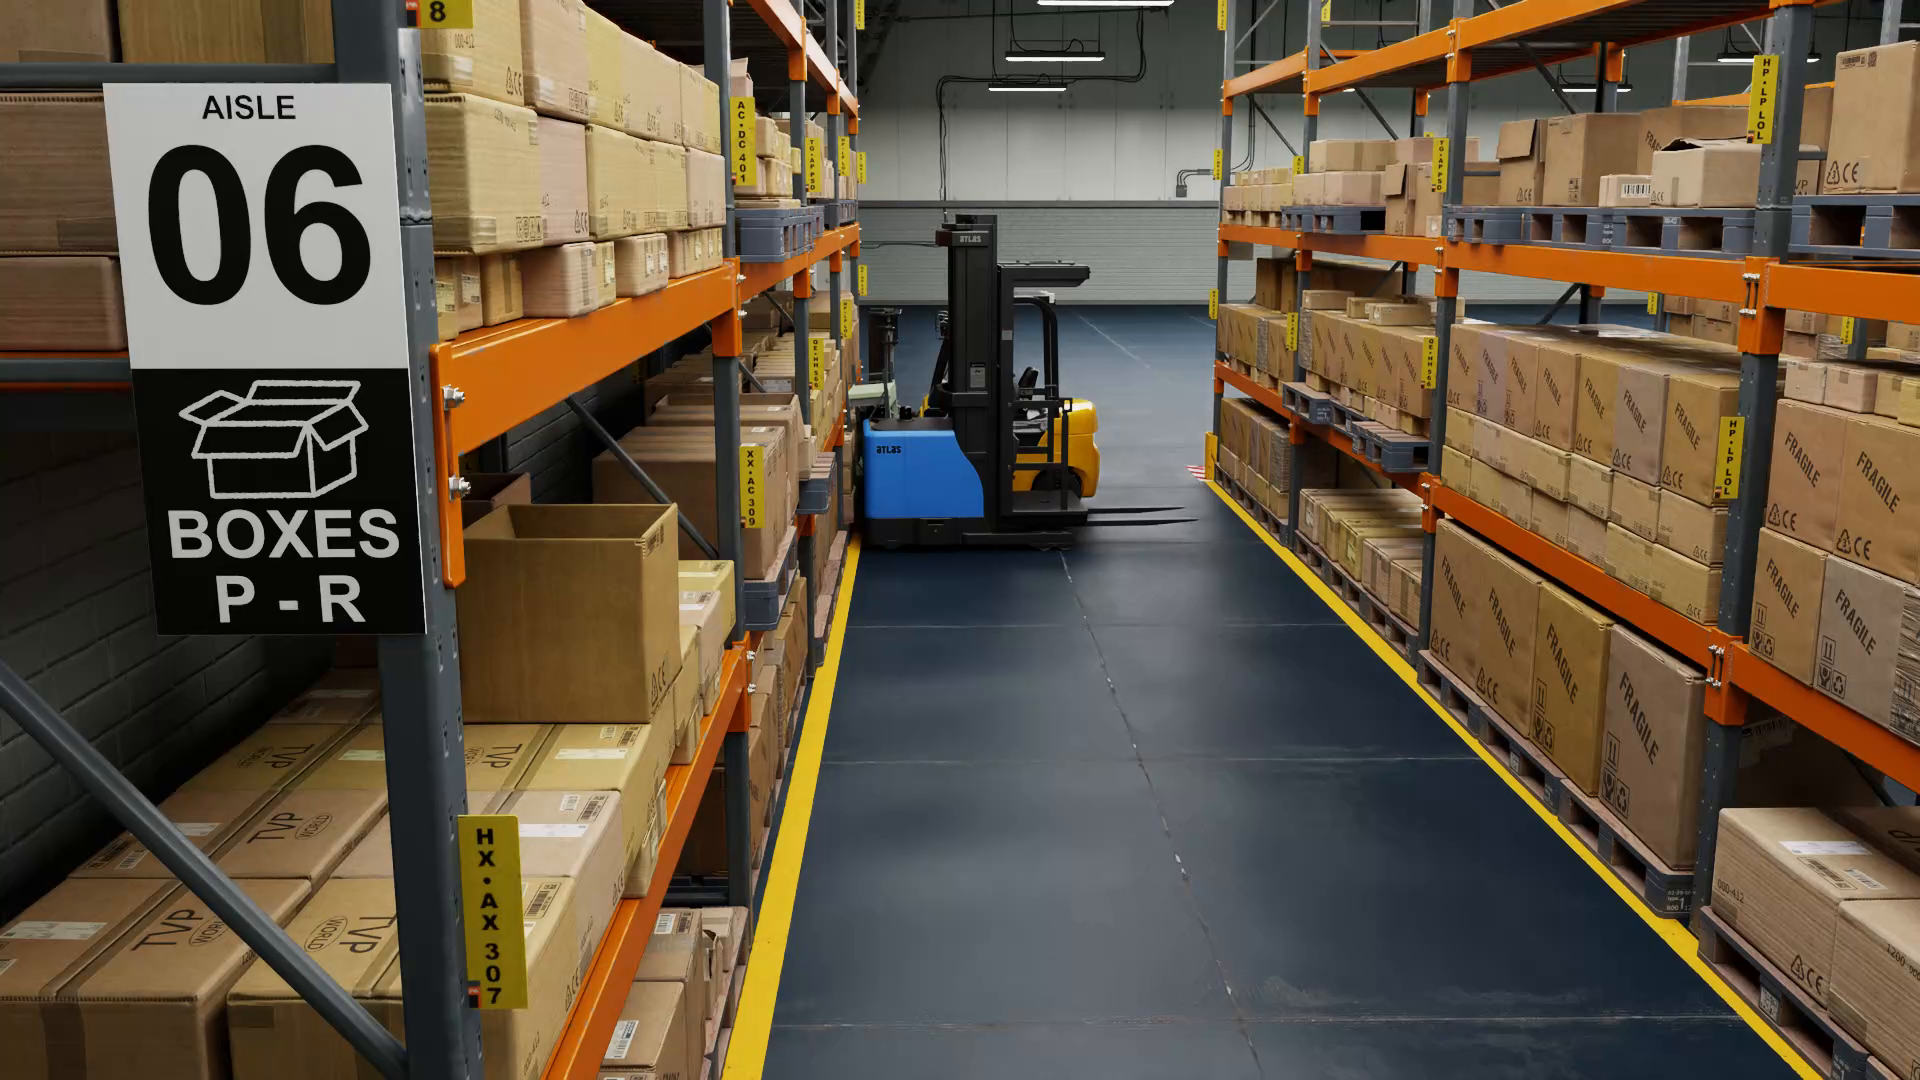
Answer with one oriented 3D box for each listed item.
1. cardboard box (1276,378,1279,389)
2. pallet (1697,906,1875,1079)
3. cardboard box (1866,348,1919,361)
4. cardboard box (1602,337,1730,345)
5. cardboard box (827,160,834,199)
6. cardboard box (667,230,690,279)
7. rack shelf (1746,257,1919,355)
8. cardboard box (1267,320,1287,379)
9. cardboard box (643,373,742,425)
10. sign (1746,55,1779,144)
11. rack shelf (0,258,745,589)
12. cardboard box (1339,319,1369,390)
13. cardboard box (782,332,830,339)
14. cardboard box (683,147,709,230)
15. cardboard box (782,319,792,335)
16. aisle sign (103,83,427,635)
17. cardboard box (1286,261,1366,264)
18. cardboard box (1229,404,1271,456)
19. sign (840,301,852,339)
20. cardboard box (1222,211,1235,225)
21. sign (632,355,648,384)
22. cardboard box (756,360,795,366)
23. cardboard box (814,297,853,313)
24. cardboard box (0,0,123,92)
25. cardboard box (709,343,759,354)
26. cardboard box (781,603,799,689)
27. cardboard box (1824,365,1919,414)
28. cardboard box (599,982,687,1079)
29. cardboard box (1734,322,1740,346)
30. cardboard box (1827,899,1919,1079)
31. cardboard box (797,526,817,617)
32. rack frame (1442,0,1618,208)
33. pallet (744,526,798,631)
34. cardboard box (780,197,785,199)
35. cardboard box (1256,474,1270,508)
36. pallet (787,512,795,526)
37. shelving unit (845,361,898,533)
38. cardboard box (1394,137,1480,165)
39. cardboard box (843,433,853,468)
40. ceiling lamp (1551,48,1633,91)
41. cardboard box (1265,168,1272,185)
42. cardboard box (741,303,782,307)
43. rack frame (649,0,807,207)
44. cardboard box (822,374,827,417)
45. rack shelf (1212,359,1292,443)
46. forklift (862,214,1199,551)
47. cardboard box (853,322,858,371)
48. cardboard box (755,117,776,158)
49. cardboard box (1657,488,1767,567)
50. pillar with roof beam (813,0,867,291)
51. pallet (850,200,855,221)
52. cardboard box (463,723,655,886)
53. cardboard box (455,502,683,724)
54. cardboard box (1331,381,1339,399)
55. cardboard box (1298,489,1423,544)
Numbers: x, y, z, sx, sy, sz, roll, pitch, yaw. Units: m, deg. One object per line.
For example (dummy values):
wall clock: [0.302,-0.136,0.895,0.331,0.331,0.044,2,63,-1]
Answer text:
cardboard box: [3.190,-1.482,15.641,0.380,0.149,0.250,0,11,-2]
pallet: [3.535,1.717,6.254,1.003,0.211,1.213,0,11,-1]
cardboard box: [8.121,-1.375,14.231,0.500,0.500,0.500,0,11,-1]
cardboard box: [3.809,-0.833,9.043,0.500,0.500,0.500,0,11,-1]
cardboard box: [-1.272,-2.908,13.413,0.500,0.311,0.500,-1,11,-3]
cardboard box: [-1.063,-0.905,5.256,0.380,0.149,0.250,0,11,-1]
rack shelf: [3.639,-0.521,4.537,1.077,0.370,4.000,0,11,-1]
cardboard box: [3.157,-1.775,15.457,0.500,0.500,0.500,0,11,1]
cardboard box: [-1.593,-0.727,9.980,0.500,0.500,0.500,0,11,2]
sign: [3.055,-1.674,6.322,0.100,0.325,0.005,0,11,-1]
rack shelf: [-1.324,-0.500,4.433,1.077,0.370,4.000,0,11,-1]
cardboard box: [3.184,-1.397,12.537,0.500,0.500,0.500,-1,11,-3]
cardboard box: [-1.301,-1.670,14.053,0.380,0.149,0.250,0,11,1]
cardboard box: [-1.083,-1.124,5.330,0.500,0.250,0.500,-1,11,-3]
cardboard box: [-1.787,-2.003,15.696,0.380,0.149,0.250,0,11,1]
aisle sign: [-0.987,-0.246,2.381,0.394,0.787,0.004,0,11,-1]
cardboard box: [3.695,-2.569,16.853,0.700,0.500,0.500,0,11,-2]
cardboard box: [3.106,-1.142,17.307,0.500,0.500,0.500,-1,11,-3]
sign: [-0.988,-1.903,14.371,0.100,0.325,0.005,0,11,-1]
cardboard box: [3.032,-3.466,17.877,0.380,0.149,0.250,0,11,-1]
sign: [-2.003,-1.139,10.409,0.100,0.325,0.005,0,11,-1]
cardboard box: [-1.216,-1.162,11.551,0.380,0.149,0.250,0,11,-1]
cardboard box: [-1.268,-2.354,16.678,0.380,0.149,0.250,0,11,0]
cardboard box: [-1.571,-0.859,2.767,0.500,0.250,0.500,-1,11,-3]
cardboard box: [-1.774,-1.463,13.032,0.380,0.149,0.250,0,11,-1]
cardboard box: [-1.224,0.627,9.845,0.500,0.500,0.500,0,11,-2]
cardboard box: [3.366,-0.543,5.984,0.380,0.149,0.250,0,11,0]
cardboard box: [-1.090,1.637,4.867,0.500,0.500,0.500,0,11,0]
cardboard box: [8.321,-1.900,16.695,0.875,0.550,0.500,0,11,-1]
cardboard box: [3.522,1.552,5.442,0.875,0.438,0.875,-1,11,-3]
cardboard box: [-1.447,0.259,11.345,0.875,0.625,0.625,0,11,1]
rack frame: [3.515,-3.536,10.046,1.000,3.000,0.127,0,11,-1]
pallet: [-1.272,0.155,7.424,1.003,0.211,1.213,0,11,-1]
cardboard box: [-1.214,-2.046,9.619,0.380,0.149,0.250,-1,11,-2]
cardboard box: [3.130,-0.472,15.889,0.500,0.250,0.500,-1,11,-3]
pallet: [-1.403,-0.094,8.652,1.003,0.211,1.213,0,11,-1]
shelving unit: [-0.795,-0.888,15.719,0.431,1.500,0.755,-4,12,4]
cardboard box: [3.615,-2.921,12.623,0.500,0.250,0.500,0,11,0]
cardboard box: [-1.227,-0.816,15.071,0.500,0.250,0.500,0,11,-2]
ceiling lamp: [16.156,-13.098,42.497,2.000,3.185,0.800,0,11,-1]
cardboard box: [3.113,-3.448,15.786,0.380,0.149,0.250,0,11,0]
cardboard box: [-1.875,-2.149,15.665,0.380,0.149,0.250,0,11,-2]
rack frame: [-1.448,-3.515,9.942,1.000,3.000,0.127,0,11,-1]
cardboard box: [-1.215,-1.039,11.947,0.500,0.250,0.500,-1,11,-3]
rack shelf: [3.391,-1.436,16.593,1.077,0.370,4.000,0,11,-1]
forklift: [0.623,-1.445,15.003,3.031,2.935,1.130,-1,11,-4]
cardboard box: [-1.339,-2.014,17.382,0.500,0.500,0.500,0,11,1]
cardboard box: [-0.933,-1.588,6.566,0.380,0.149,0.250,0,11,0]
cardboard box: [3.345,-0.059,7.116,0.500,0.250,0.500,0,11,-1]
pillar with roof beam: [1.432,-8.559,34.804,9.100,9.000,0.548,0,11,-1]
pallet: [-1.624,-3.451,17.395,1.003,0.211,1.213,0,11,-1]
cardboard box: [-1.047,0.651,4.126,0.500,0.250,0.500,0,11,-2]
cardboard box: [-1.054,0.186,4.531,0.500,0.500,0.500,0,11,0]
cardboard box: [3.170,-1.206,13.224,0.380,0.149,0.250,0,11,0]
cardboard box: [3.445,-0.205,14.268,0.950,0.372,0.625,0,11,0]
